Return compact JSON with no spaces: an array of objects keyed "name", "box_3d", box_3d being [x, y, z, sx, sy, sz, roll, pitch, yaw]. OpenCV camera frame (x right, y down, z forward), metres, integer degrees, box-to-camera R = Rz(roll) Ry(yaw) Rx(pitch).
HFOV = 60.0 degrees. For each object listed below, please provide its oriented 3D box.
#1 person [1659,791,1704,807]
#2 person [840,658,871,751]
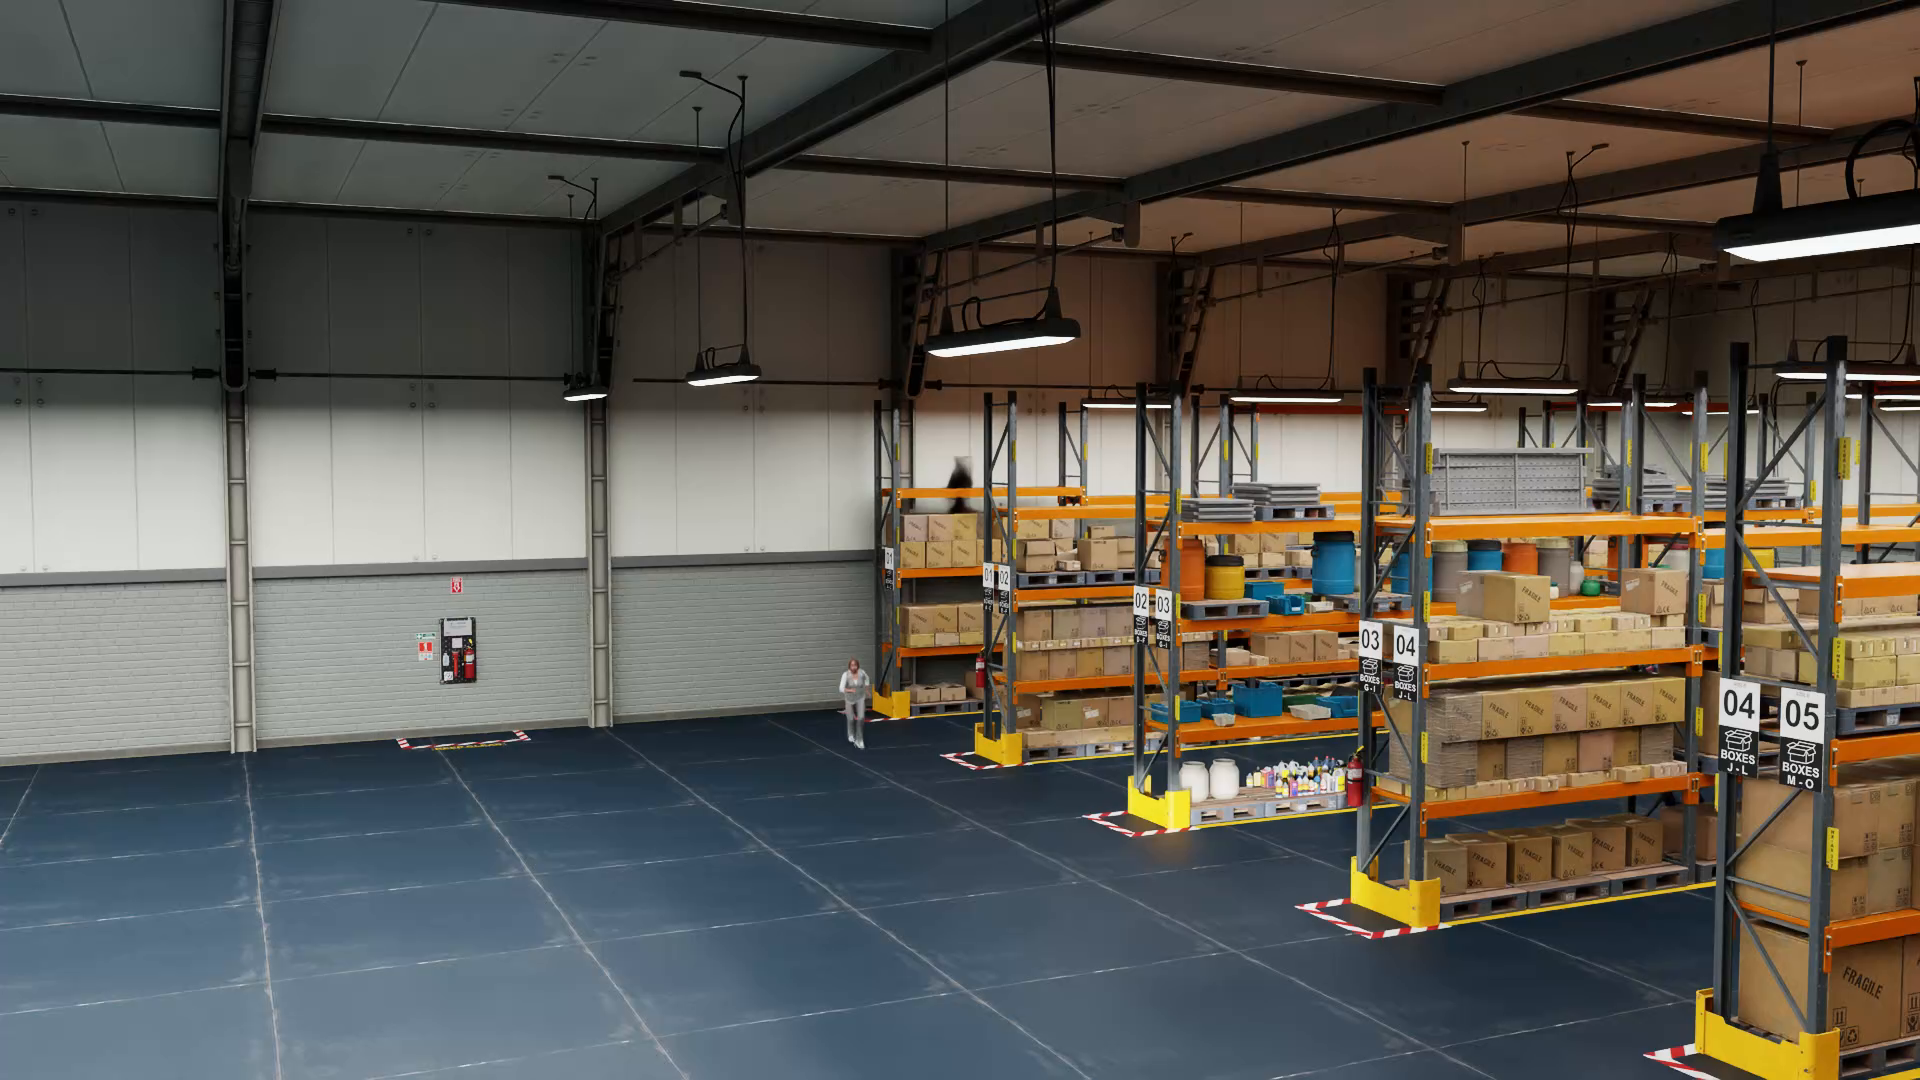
[{"name":"person","box_3d":[9.764,3.061,22.414,0.801,1.665,0.495,-2,4,-30]},{"name":"person","box_3d":[-1.774,2.752,28.151,0.541,1.562,0.904,0,3,-6]}]
